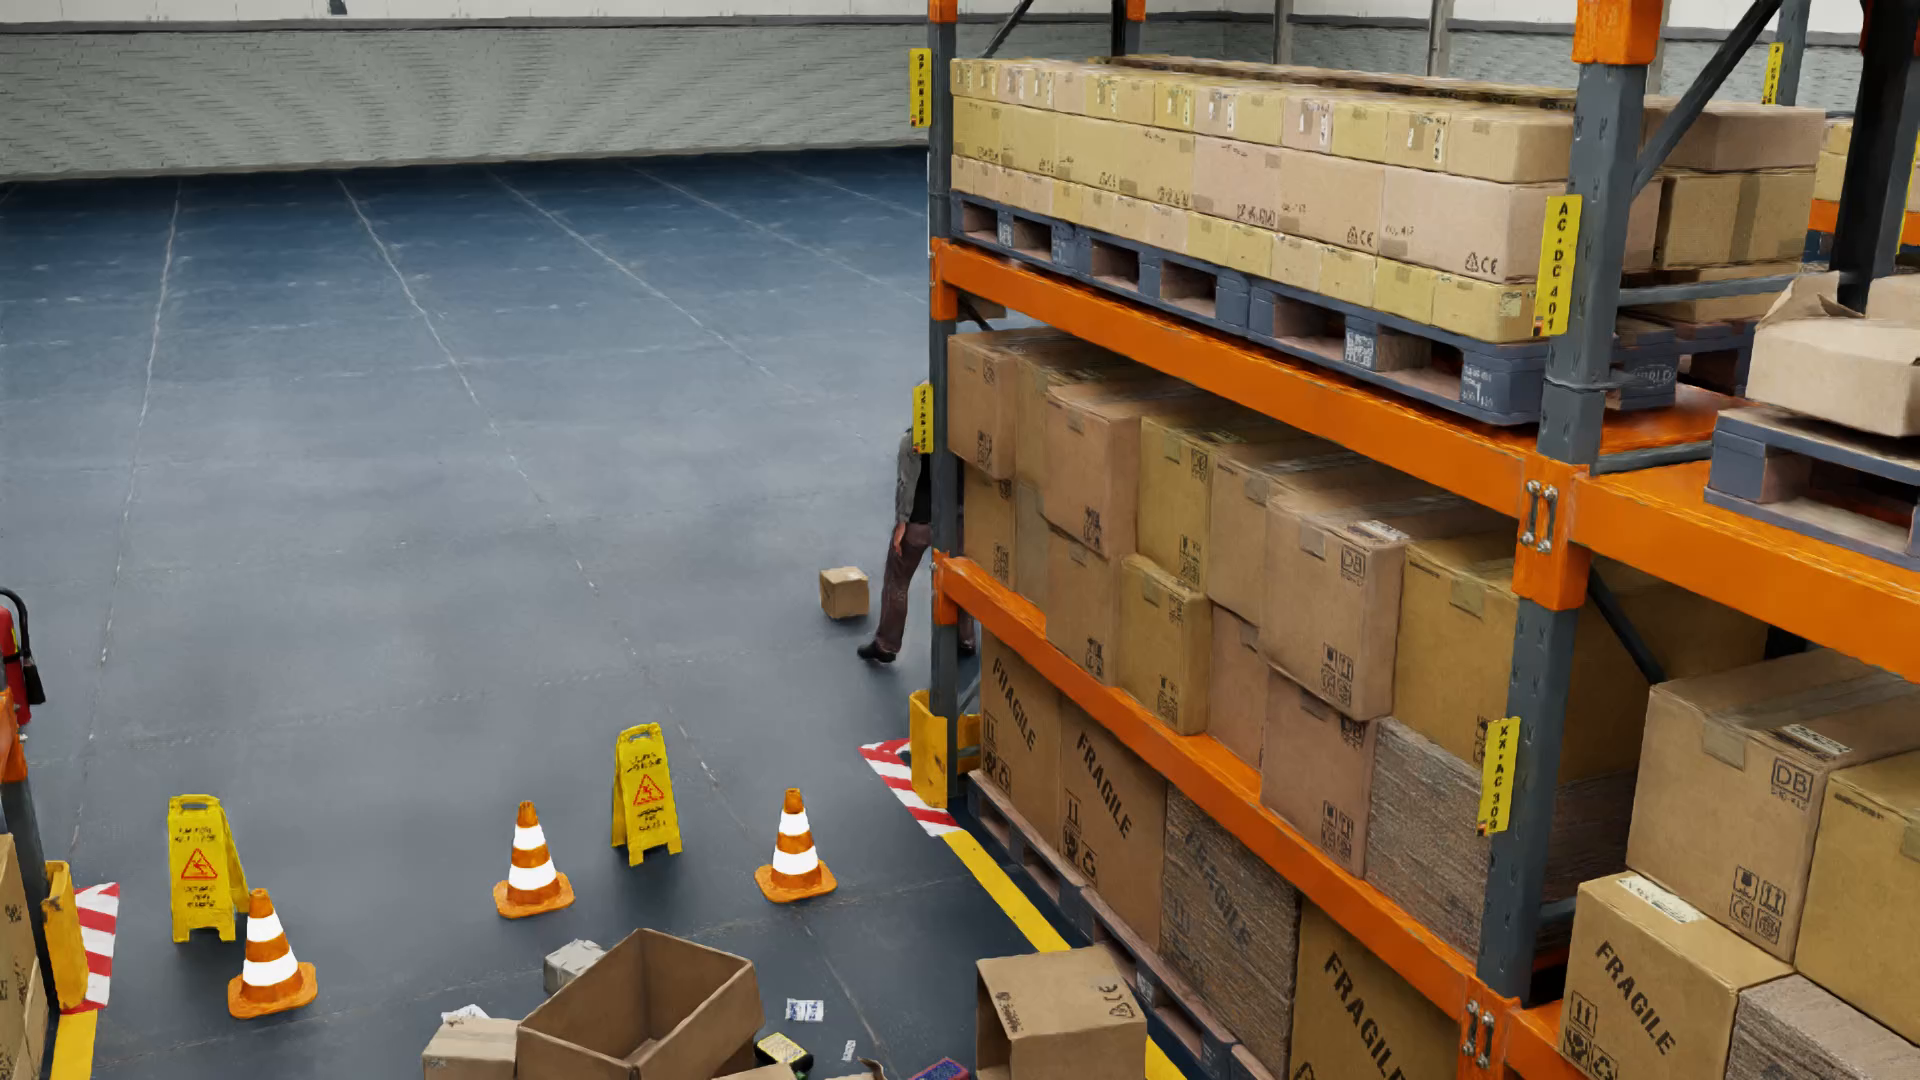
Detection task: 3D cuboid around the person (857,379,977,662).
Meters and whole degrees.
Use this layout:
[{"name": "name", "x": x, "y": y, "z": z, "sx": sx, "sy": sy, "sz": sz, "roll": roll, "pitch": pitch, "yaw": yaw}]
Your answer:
[{"name": "person", "x": -0.232, "y": -0.106, "z": 9.875, "sx": 0.703, "sy": 1.705, "sz": 0.468, "roll": -12, "pitch": 22, "yaw": -31}]
